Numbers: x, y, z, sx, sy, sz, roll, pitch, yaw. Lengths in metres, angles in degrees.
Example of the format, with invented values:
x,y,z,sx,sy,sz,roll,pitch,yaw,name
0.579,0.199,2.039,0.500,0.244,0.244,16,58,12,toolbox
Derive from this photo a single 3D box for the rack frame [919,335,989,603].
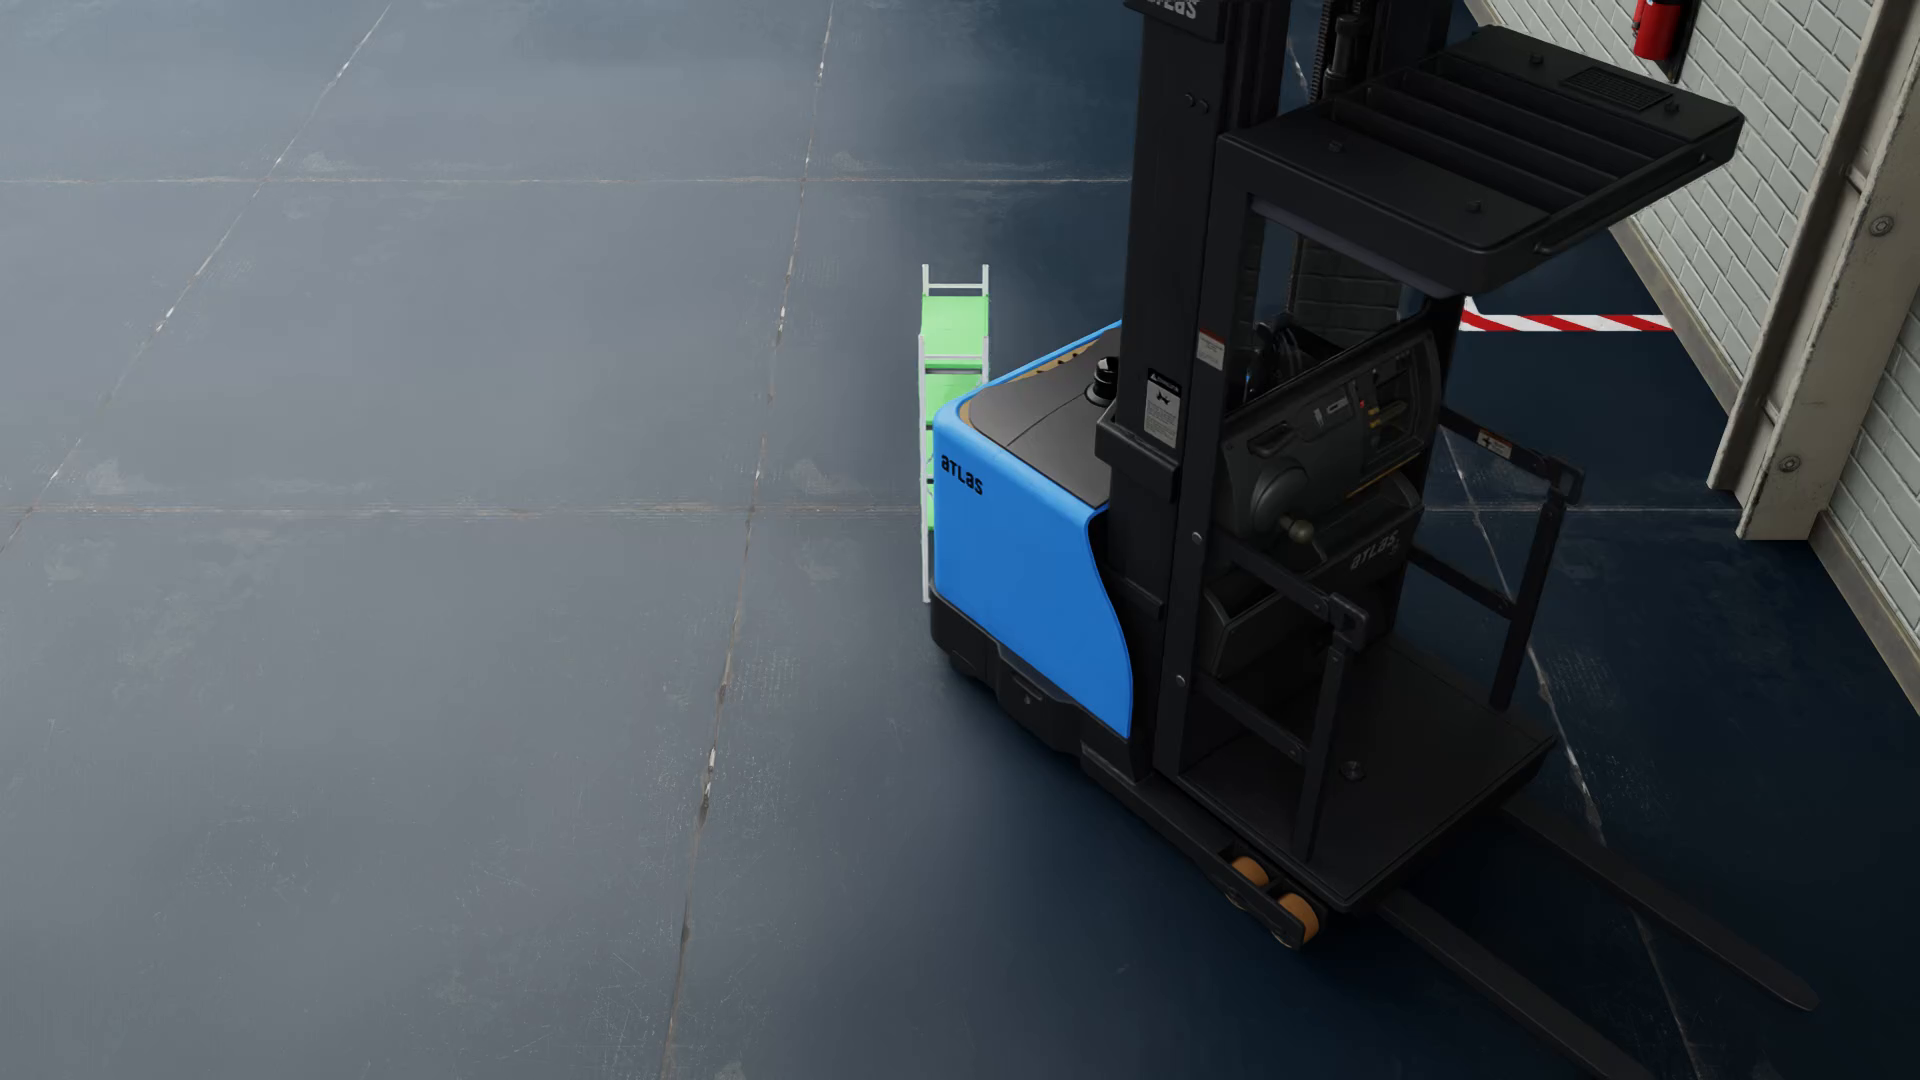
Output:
x,y,z,sx,sy,sz,roll,pitch,yaw,name
-0.022,-0.229,6.077,0.240,1.200,0.015,0,39,1,rack frame

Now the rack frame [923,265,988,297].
x,y,z,sx,sy,sz,roll,pitch,yaw,name
-0.016,-0.534,6.457,0.240,1.200,0.015,0,39,1,rack frame

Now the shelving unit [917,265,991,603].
x,y,z,sx,sy,sz,roll,pitch,yaw,name
-0.019,-0.382,6.267,0.258,1.200,0.503,0,39,1,shelving unit

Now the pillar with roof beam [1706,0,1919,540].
x,y,z,sx,sy,sz,roll,pitch,yaw,name
-0.984,-3.634,4.089,9.100,9.000,0.400,0,39,0,pillar with roof beam

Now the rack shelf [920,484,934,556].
x,y,z,sx,sy,sz,roll,pitch,yaw,name
-0.019,-0.145,6.457,0.258,0.148,0.480,0,39,1,rack shelf

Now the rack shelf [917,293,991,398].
x,y,z,sx,sy,sz,roll,pitch,yaw,name
-0.019,-0.707,6.007,0.258,0.148,0.480,0,39,1,rack shelf

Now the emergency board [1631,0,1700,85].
x,y,z,sx,sy,sz,roll,pitch,yaw,name
3.357,-2.841,7.897,0.194,1.169,0.643,0,39,0,emergency board

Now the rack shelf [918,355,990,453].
x,y,z,sx,sy,sz,roll,pitch,yaw,name
-0.019,-0.519,6.157,0.258,0.148,0.480,0,39,1,rack shelf

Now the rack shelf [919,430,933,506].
x,y,z,sx,sy,sz,roll,pitch,yaw,name
-0.019,-0.332,6.307,0.258,0.148,0.480,0,39,1,rack shelf

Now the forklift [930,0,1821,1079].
x,y,z,sx,sy,sz,roll,pitch,yaw,name
1.228,-0.239,4.705,1.130,2.935,3.031,-28,46,-30,forklift
